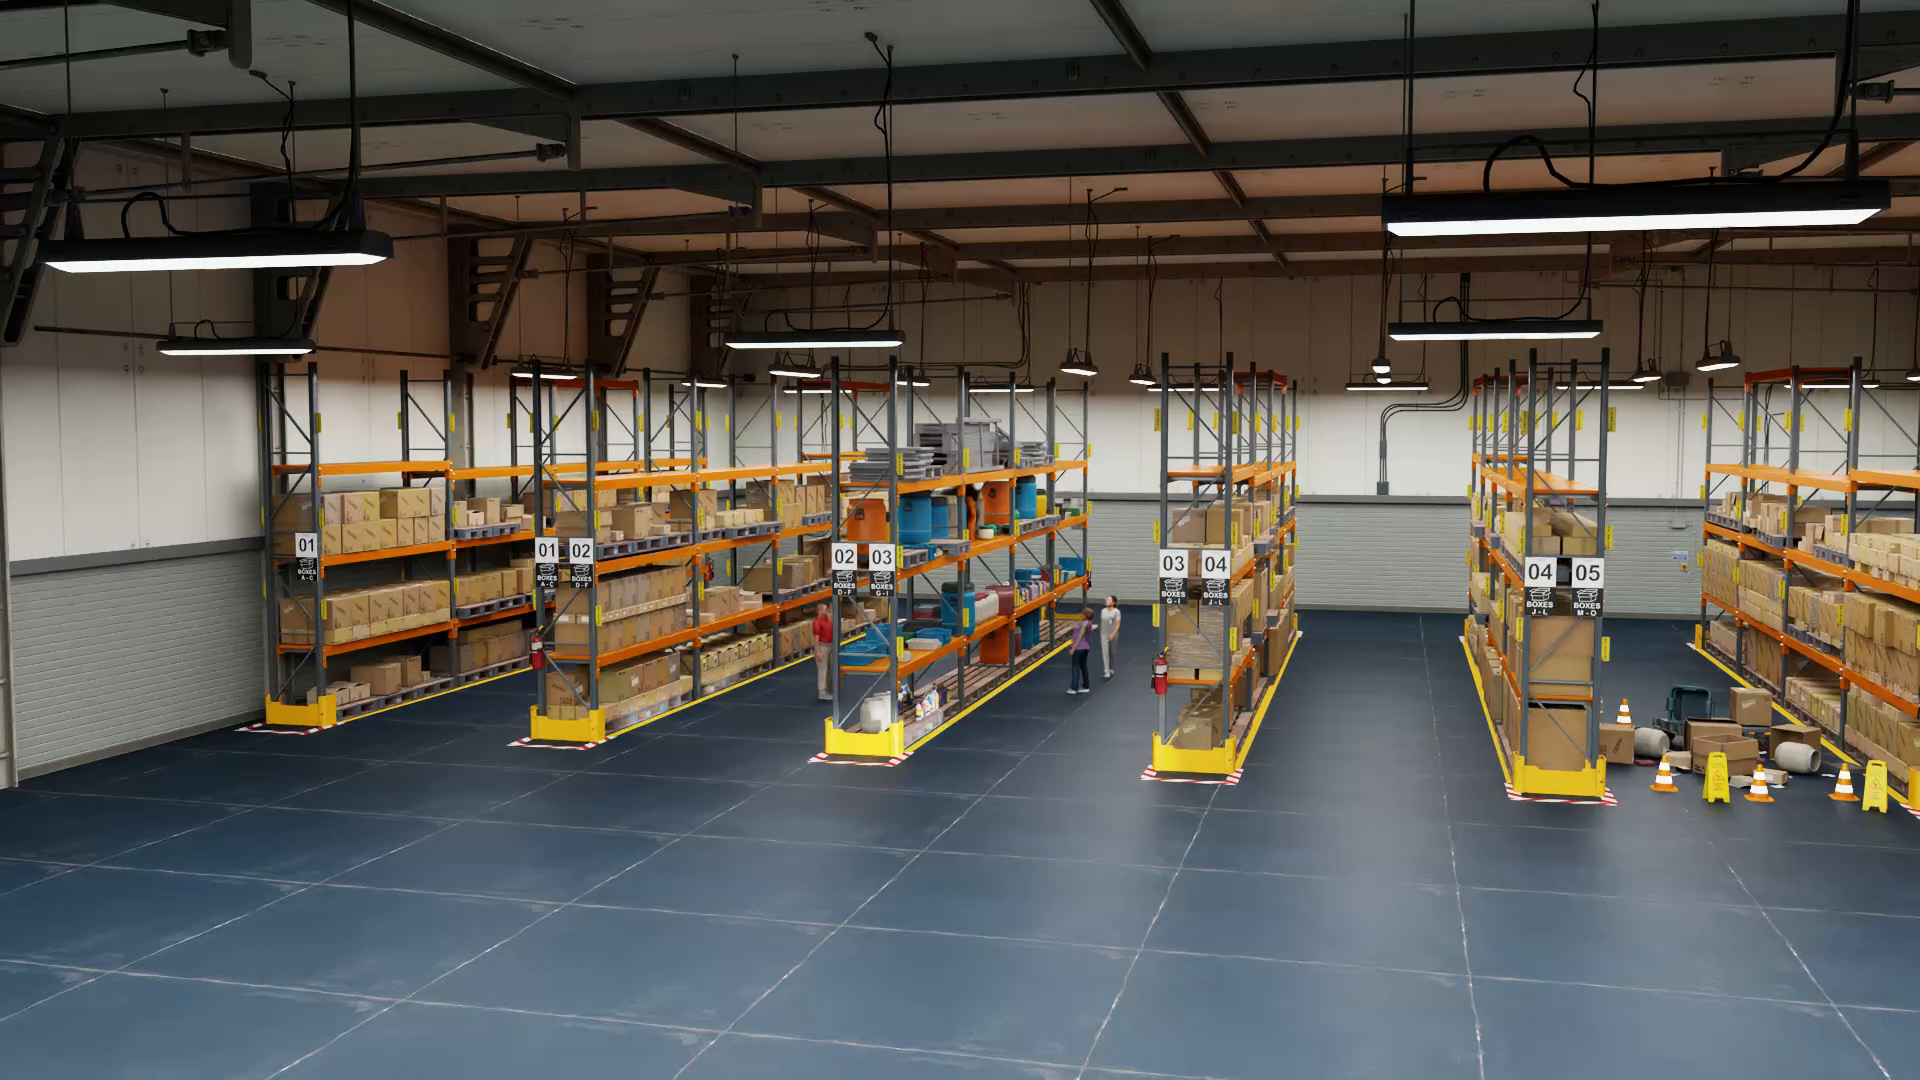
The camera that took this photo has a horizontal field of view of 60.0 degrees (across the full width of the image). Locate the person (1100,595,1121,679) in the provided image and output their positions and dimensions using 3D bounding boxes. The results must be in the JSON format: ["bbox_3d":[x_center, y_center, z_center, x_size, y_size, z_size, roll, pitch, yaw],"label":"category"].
[{"bbox_3d":[2.938,1.875,32.526,0.409,1.606,1.077,0,4,2],"label":"person"}]

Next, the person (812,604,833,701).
[{"bbox_3d":[-2.431,2.023,30.122,0.526,1.750,0.611,2,5,29],"label":"person"}]

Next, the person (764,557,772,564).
[{"bbox_3d":[-4.689,1.272,41.228,0.567,1.676,0.483,3,5,33],"label":"person"}]

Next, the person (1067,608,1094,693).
[{"bbox_3d":[2.188,2.045,30.598,0.436,1.580,0.511,2,5,31],"label":"person"}]
